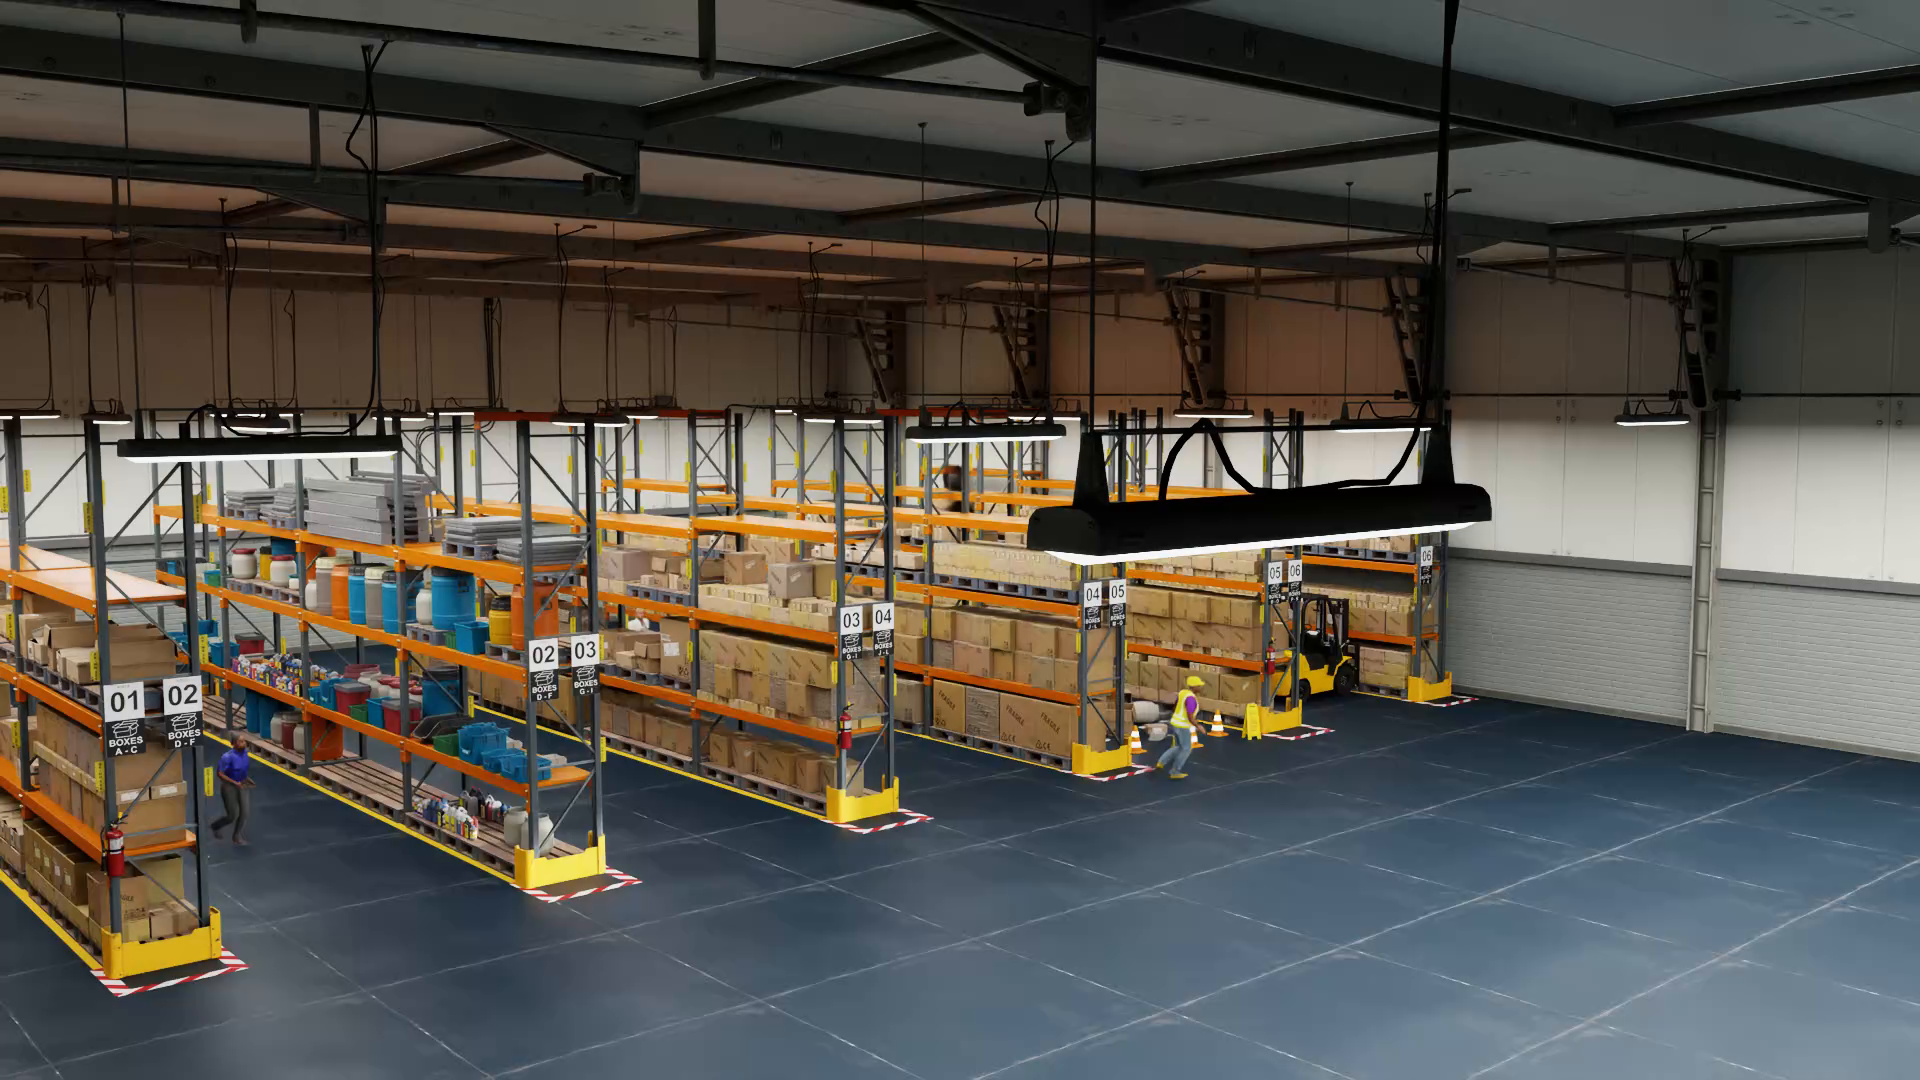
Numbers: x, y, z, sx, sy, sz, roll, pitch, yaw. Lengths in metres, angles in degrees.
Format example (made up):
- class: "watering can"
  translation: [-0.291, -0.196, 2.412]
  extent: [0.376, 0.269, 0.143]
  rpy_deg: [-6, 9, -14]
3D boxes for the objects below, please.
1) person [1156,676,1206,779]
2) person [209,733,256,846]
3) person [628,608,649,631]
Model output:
- class: "person"
  translation: [3.630, 3.084, 27.405]
  extent: [0.769, 1.695, 0.688]
  rpy_deg: [-1, 5, -10]
- class: "person"
  translation: [-10.231, 3.501, 23.362]
  extent: [0.723, 1.593, 0.570]
  rpy_deg: [2, 6, 26]
- class: "person"
  translation: [-6.816, 2.332, 35.559]
  extent: [0.656, 1.780, 0.829]
  rpy_deg: [-4, 6, -39]
